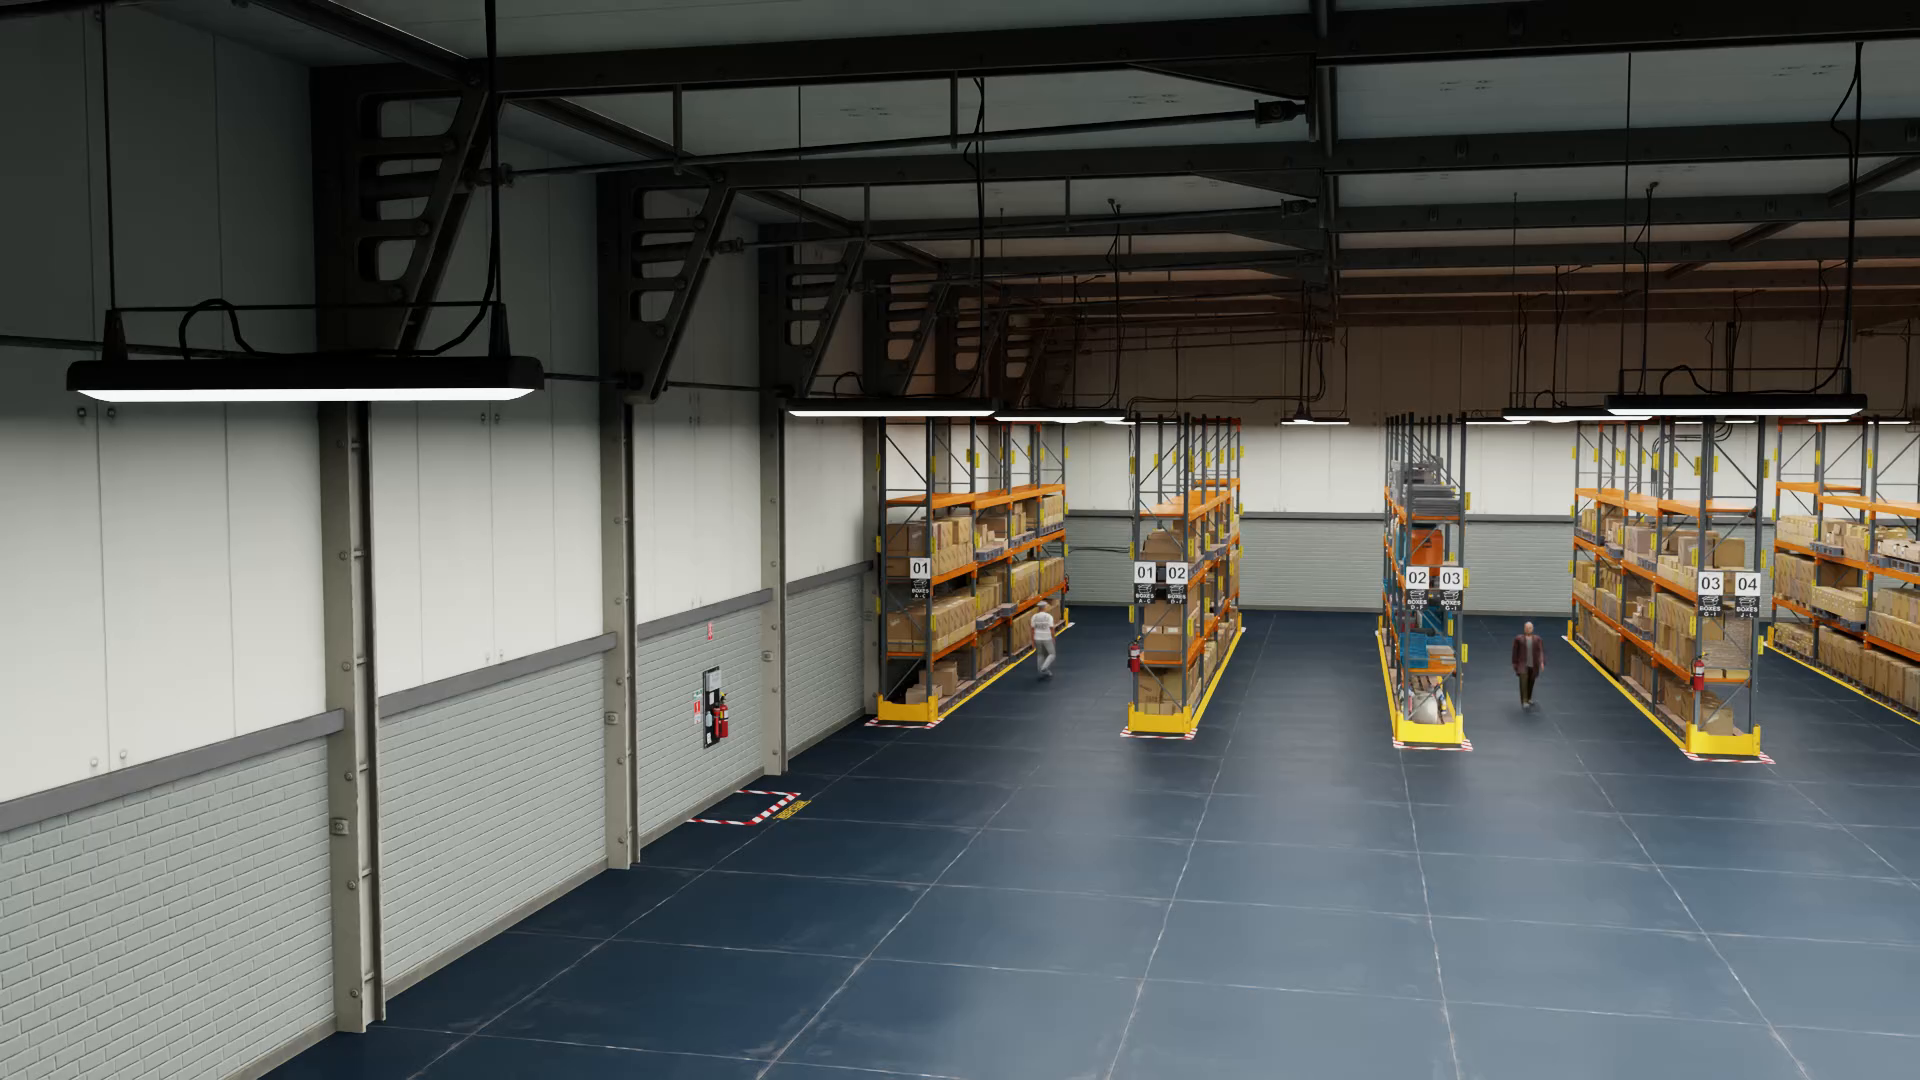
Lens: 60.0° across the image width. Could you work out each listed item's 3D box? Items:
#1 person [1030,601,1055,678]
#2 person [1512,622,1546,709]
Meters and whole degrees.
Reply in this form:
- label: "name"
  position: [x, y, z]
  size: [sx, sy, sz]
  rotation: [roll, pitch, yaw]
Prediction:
- label: "person"
  position: [1.882, 2.282, 37.883]
  size: [0.575, 1.753, 0.649]
  rotation: [1, 4, 21]
- label: "person"
  position: [11.595, 2.545, 33.858]
  size: [0.595, 1.728, 1.094]
  rotation: [1, 4, 9]
